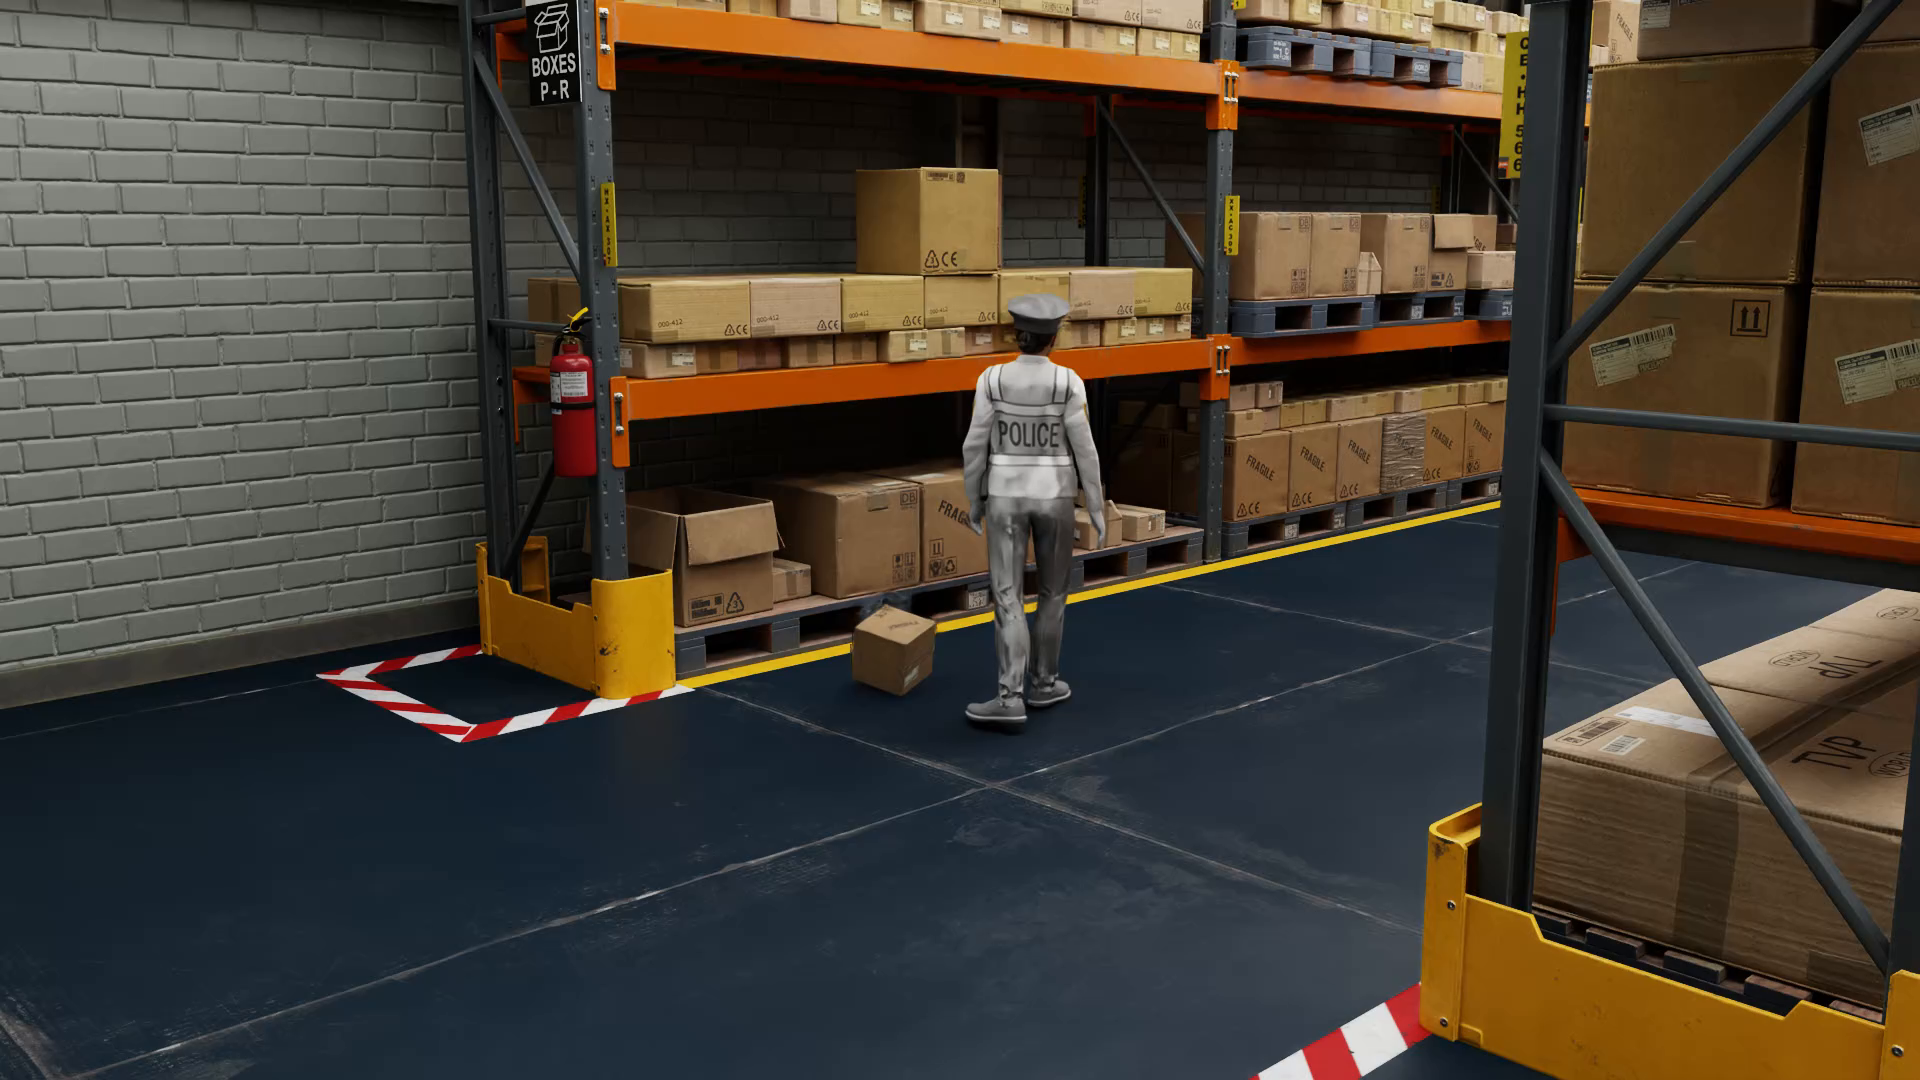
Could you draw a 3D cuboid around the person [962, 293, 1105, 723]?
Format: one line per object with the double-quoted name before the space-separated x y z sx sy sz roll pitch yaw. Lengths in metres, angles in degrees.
"person" 0.290 -0.123 6.544 0.565 1.671 0.621 0 11 2
